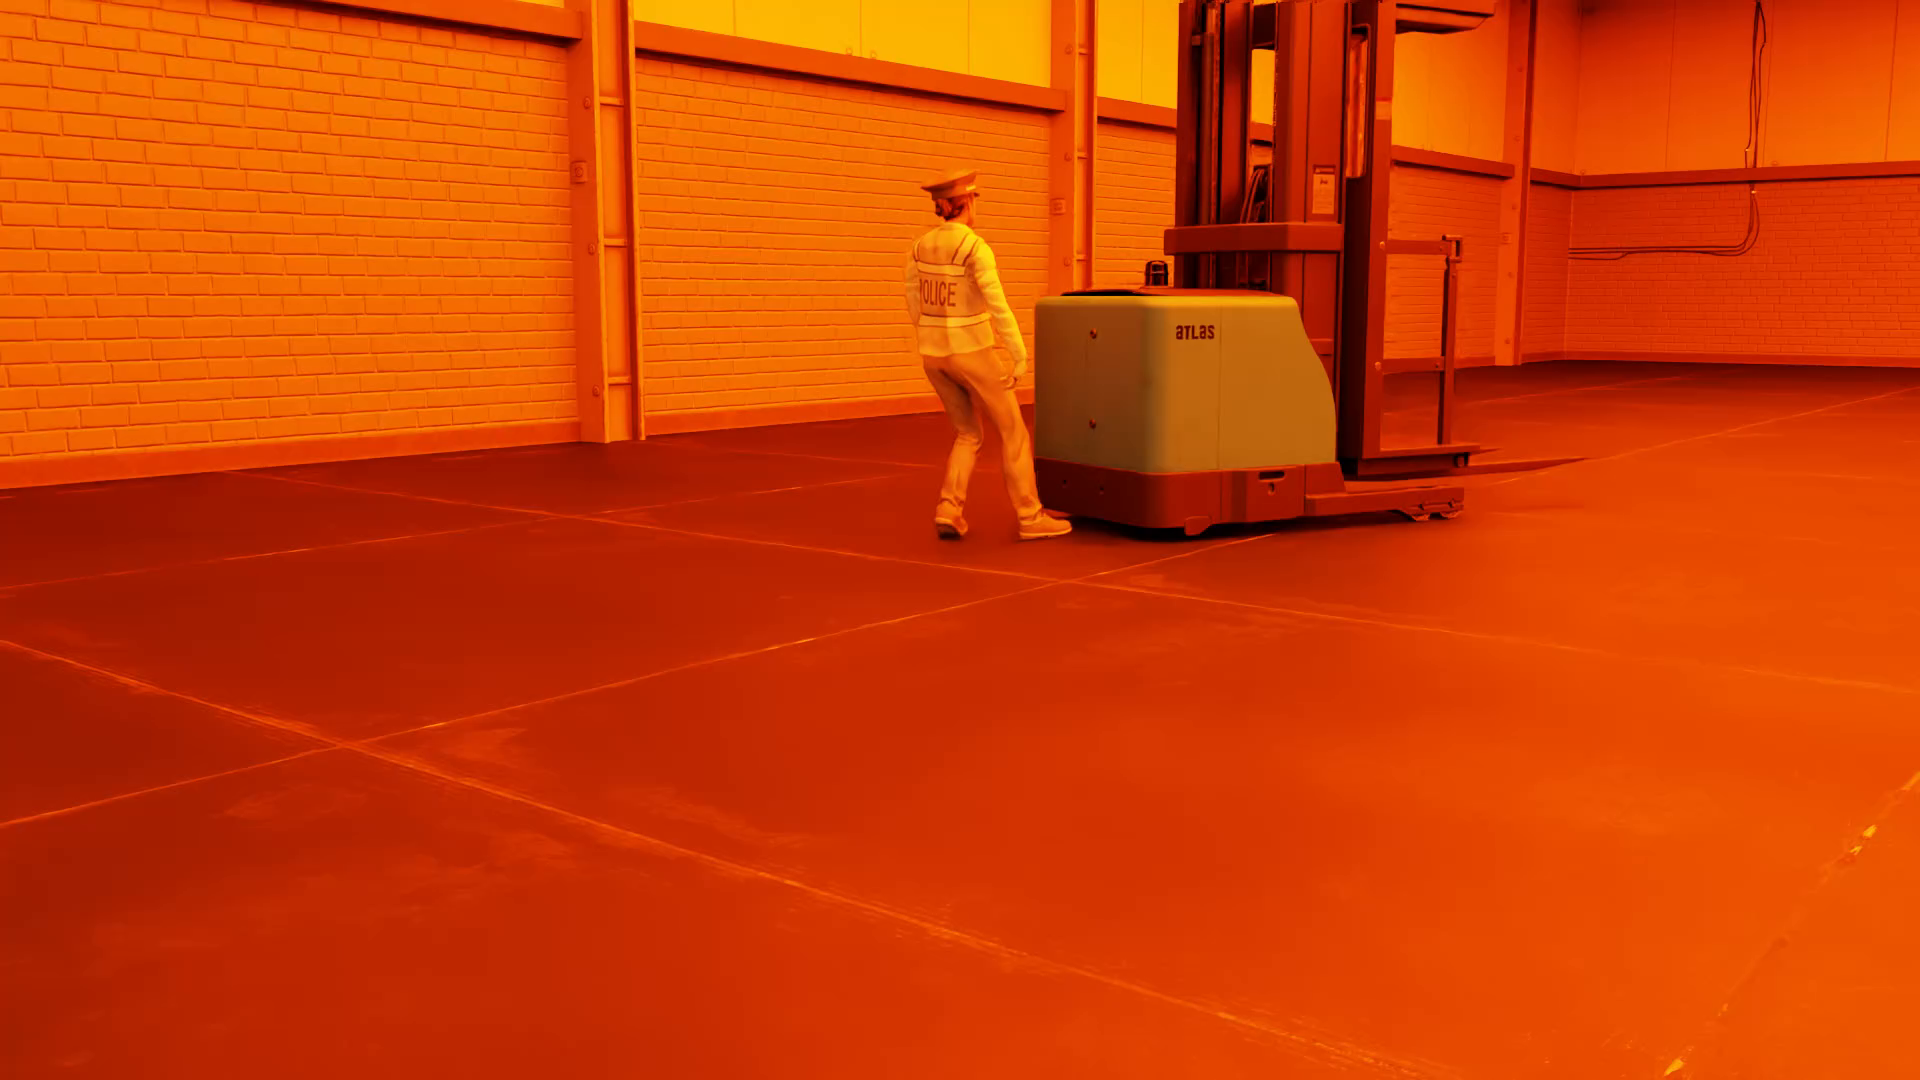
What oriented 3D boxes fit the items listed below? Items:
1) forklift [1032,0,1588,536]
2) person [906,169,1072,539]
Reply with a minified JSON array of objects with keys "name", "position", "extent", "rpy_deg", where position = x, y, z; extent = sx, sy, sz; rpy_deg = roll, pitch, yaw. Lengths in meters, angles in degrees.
[{"name":"forklift","position":[1.875,-1.599,8.212],"extent":[3.031,2.935,1.130],"rpy_deg":[-5,10,-30]},{"name":"person","position":[0.103,-0.837,7.499],"extent":[0.602,1.636,0.639],"rpy_deg":[-7,11,-41]}]
